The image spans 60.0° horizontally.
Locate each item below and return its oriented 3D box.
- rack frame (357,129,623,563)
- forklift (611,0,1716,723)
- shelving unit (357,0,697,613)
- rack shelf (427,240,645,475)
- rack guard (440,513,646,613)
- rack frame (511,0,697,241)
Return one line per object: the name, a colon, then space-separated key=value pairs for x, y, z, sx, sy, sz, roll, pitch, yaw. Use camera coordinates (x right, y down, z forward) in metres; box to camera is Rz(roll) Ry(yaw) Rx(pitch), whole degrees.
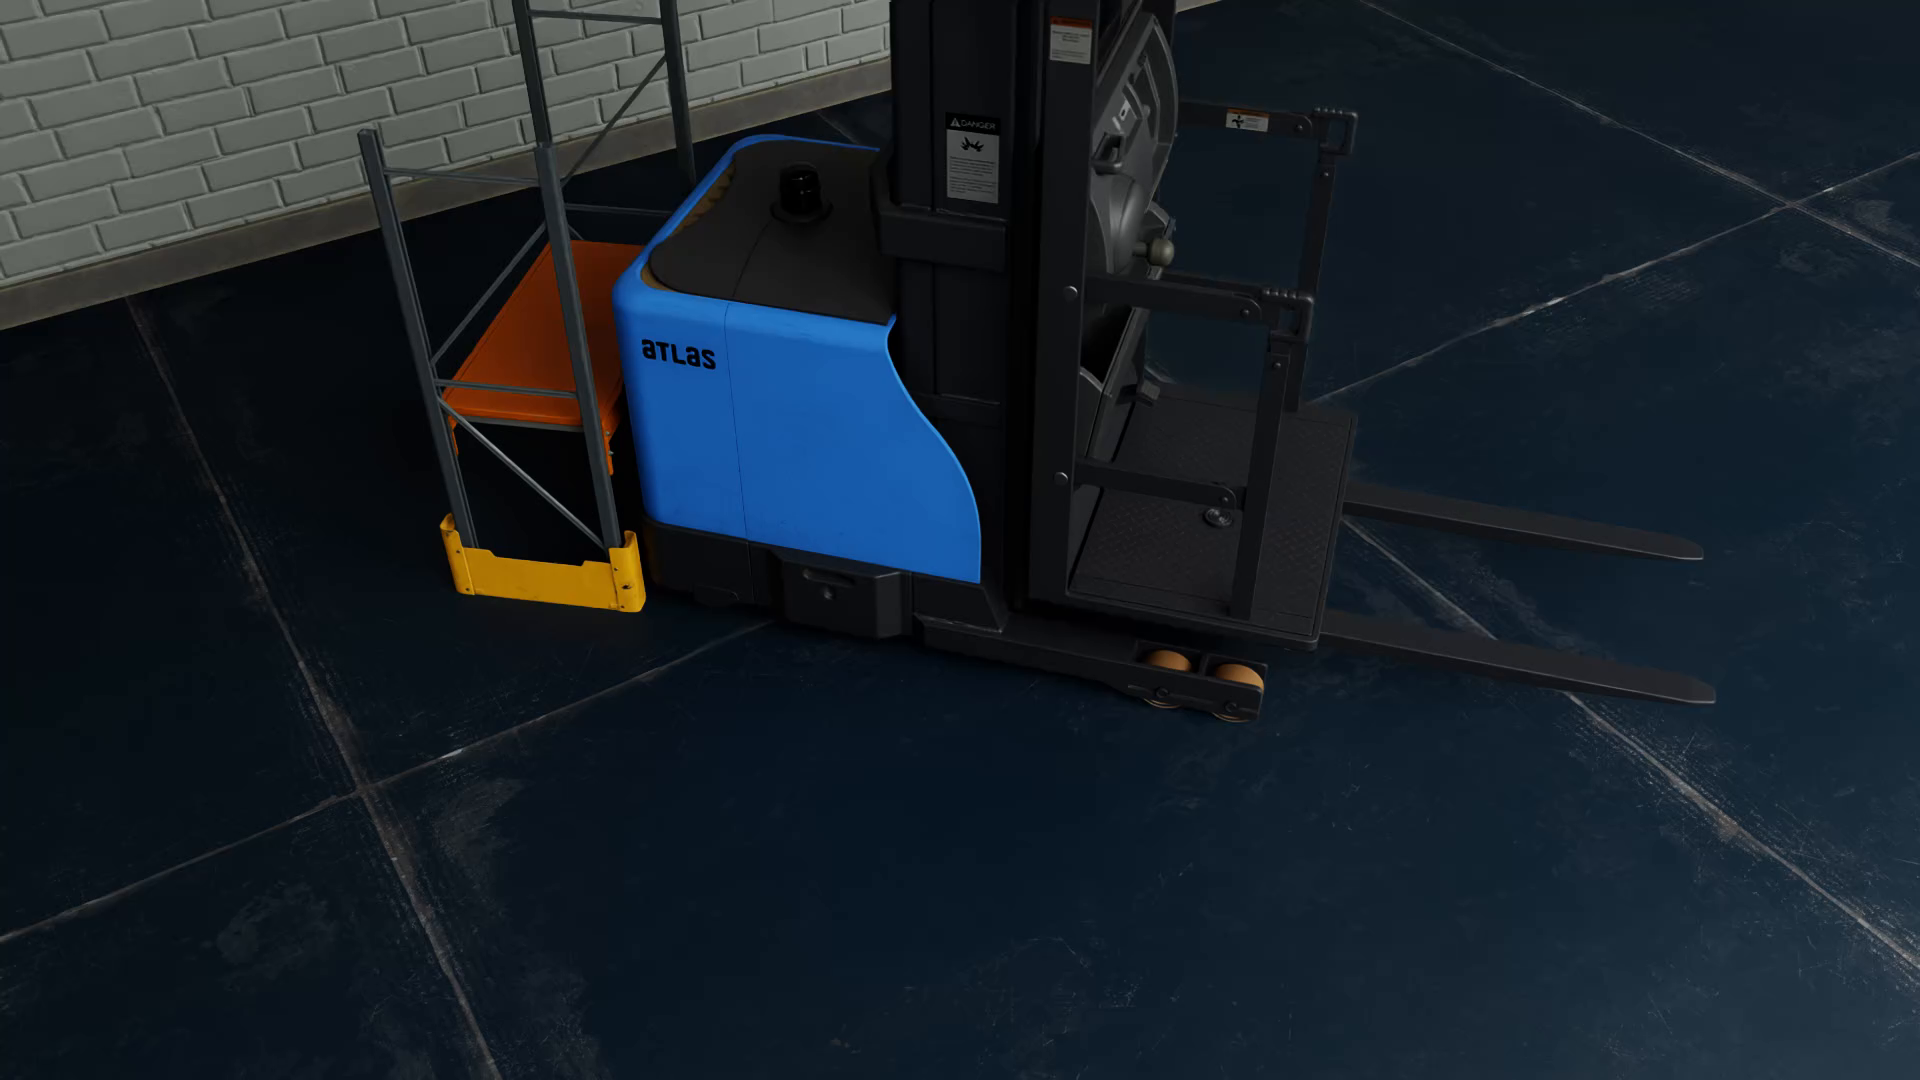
rack frame: x=-1.244 y=-0.412 z=4.573 sx=0.500 sy=1.500 sz=0.032 roll=6 pitch=40 yaw=7
forklift: x=0.631 y=-0.998 z=4.158 sx=3.031 sy=2.935 sz=1.130 roll=10 pitch=41 yaw=12
shelving unit: x=-1.163 y=-0.727 z=4.951 sx=0.587 sy=1.500 sz=1.083 roll=6 pitch=40 yaw=7
rack shelf: x=-1.162 y=-0.595 z=5.073 sx=0.538 sy=0.185 sz=1.000 roll=6 pitch=40 yaw=7
rack guard: x=-1.243 y=0.067 z=4.974 sx=0.587 sy=0.250 sz=0.087 roll=6 pitch=40 yaw=7
rack frame: x=-1.080 y=-1.054 z=5.344 sx=0.500 sy=1.500 sz=0.032 roll=6 pitch=40 yaw=7
